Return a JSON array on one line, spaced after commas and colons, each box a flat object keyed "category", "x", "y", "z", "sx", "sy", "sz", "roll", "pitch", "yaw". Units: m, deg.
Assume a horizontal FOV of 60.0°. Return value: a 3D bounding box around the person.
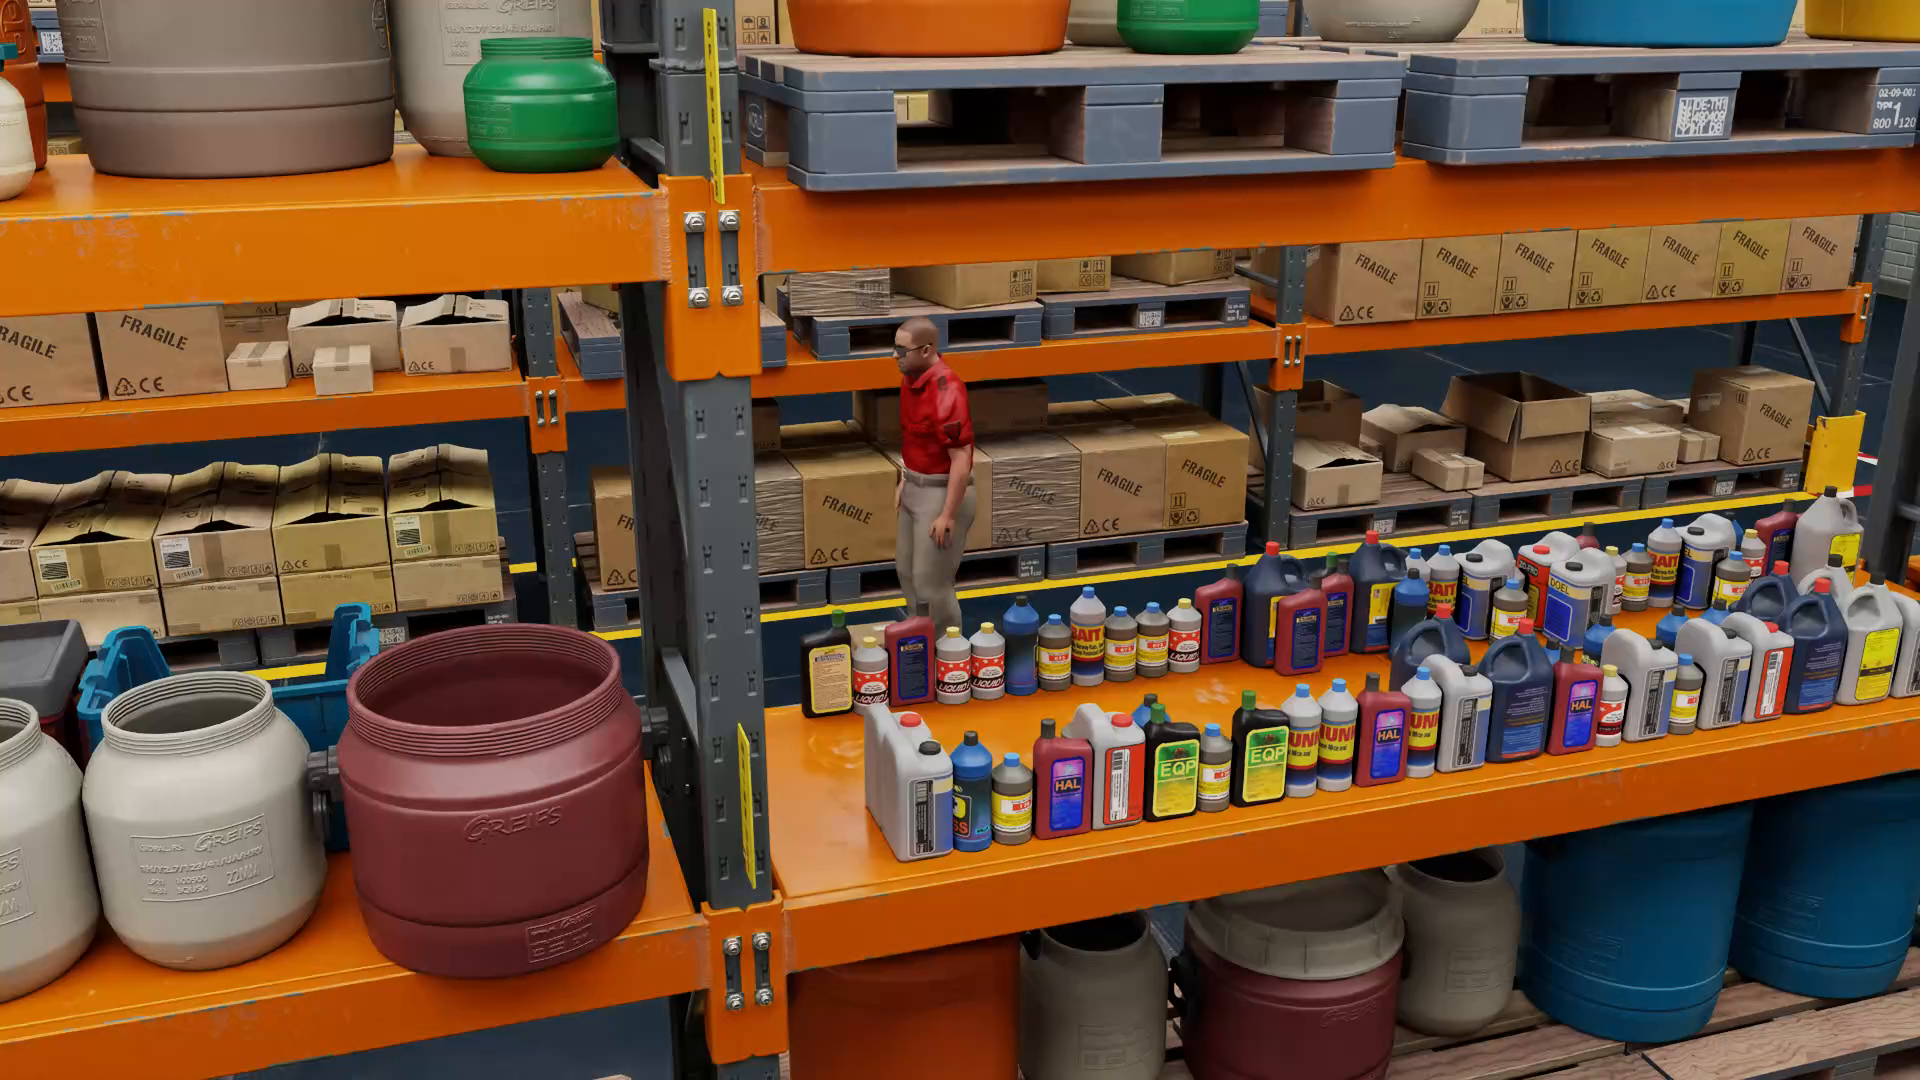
[{"category": "person", "x": -0.142, "y": -0.176, "z": 7.595, "sx": 0.394, "sy": 1.726, "sz": 0.604, "roll": -7, "pitch": 20, "yaw": -20}]
